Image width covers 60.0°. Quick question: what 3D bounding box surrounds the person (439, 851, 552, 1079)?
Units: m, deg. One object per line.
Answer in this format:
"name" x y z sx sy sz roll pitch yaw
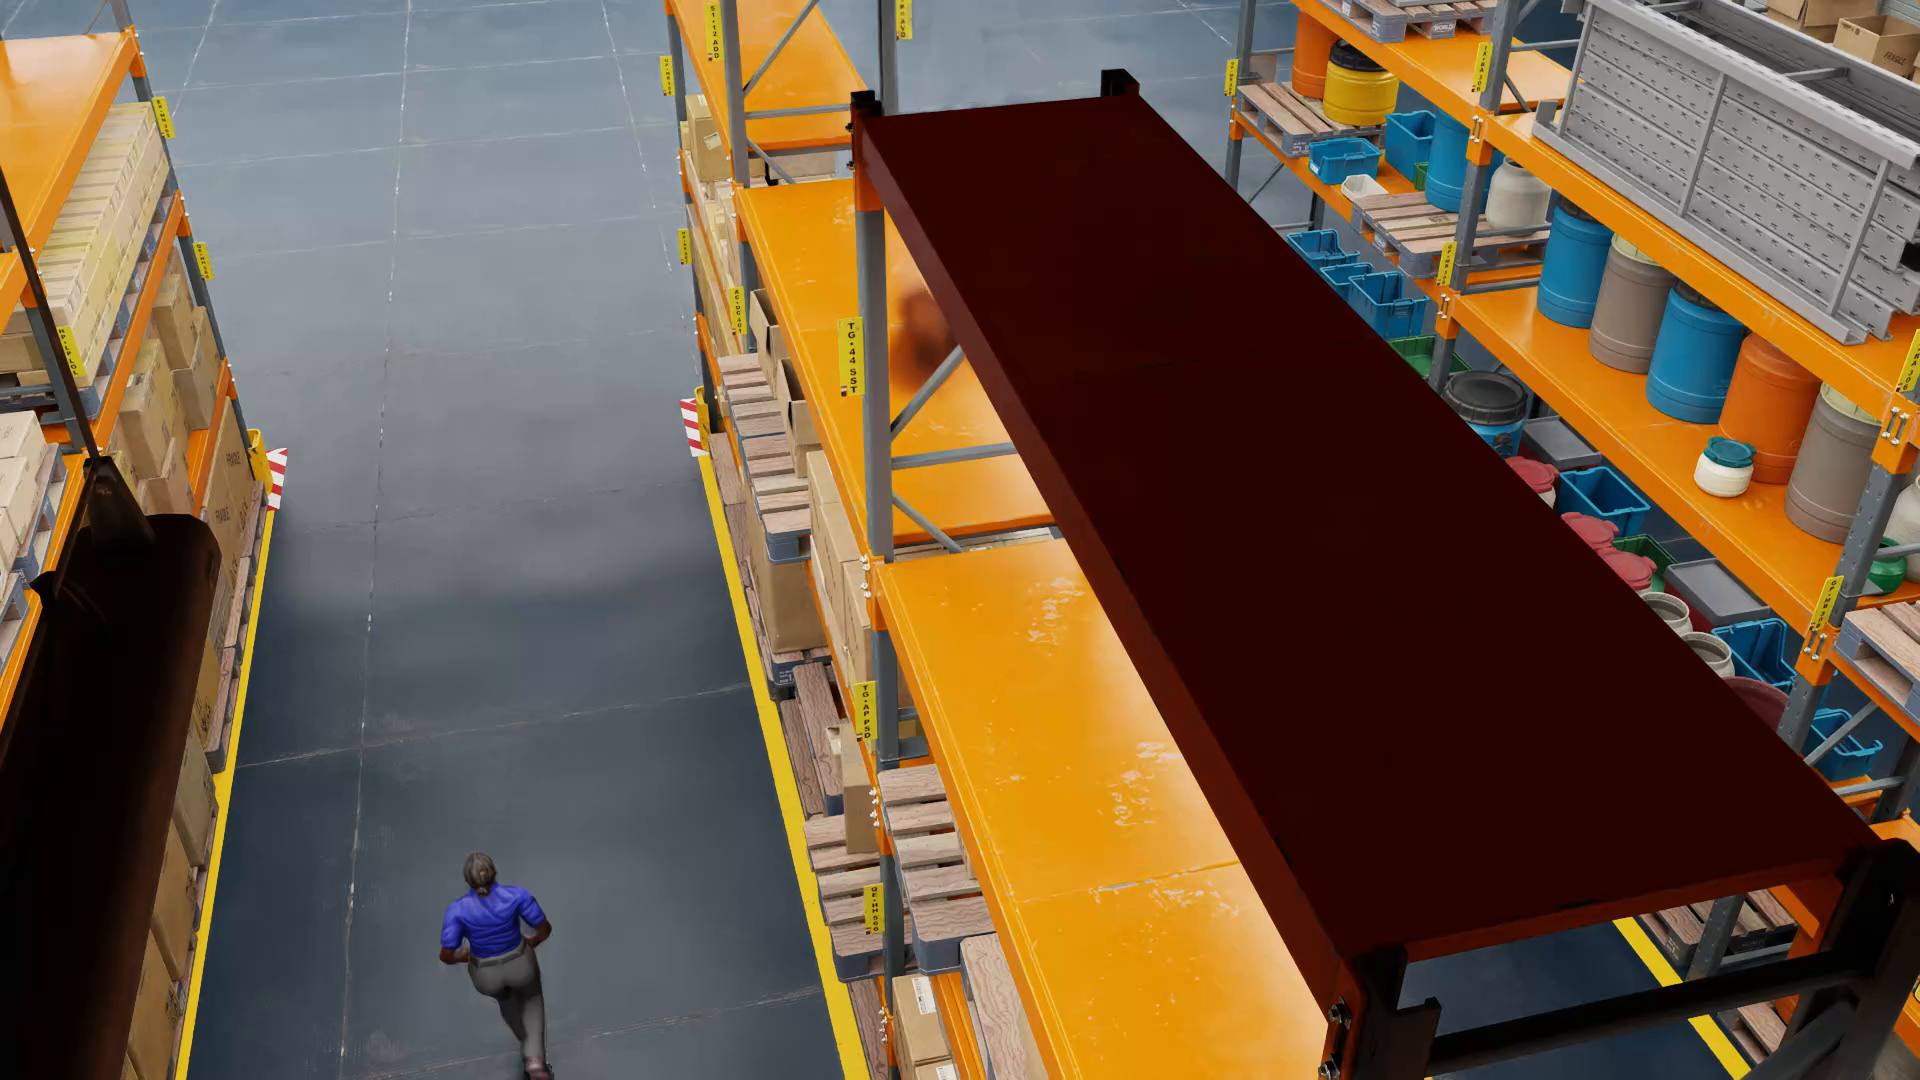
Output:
"person" -2.520 2.405 9.189 0.599 1.617 0.694 -12 36 -16
